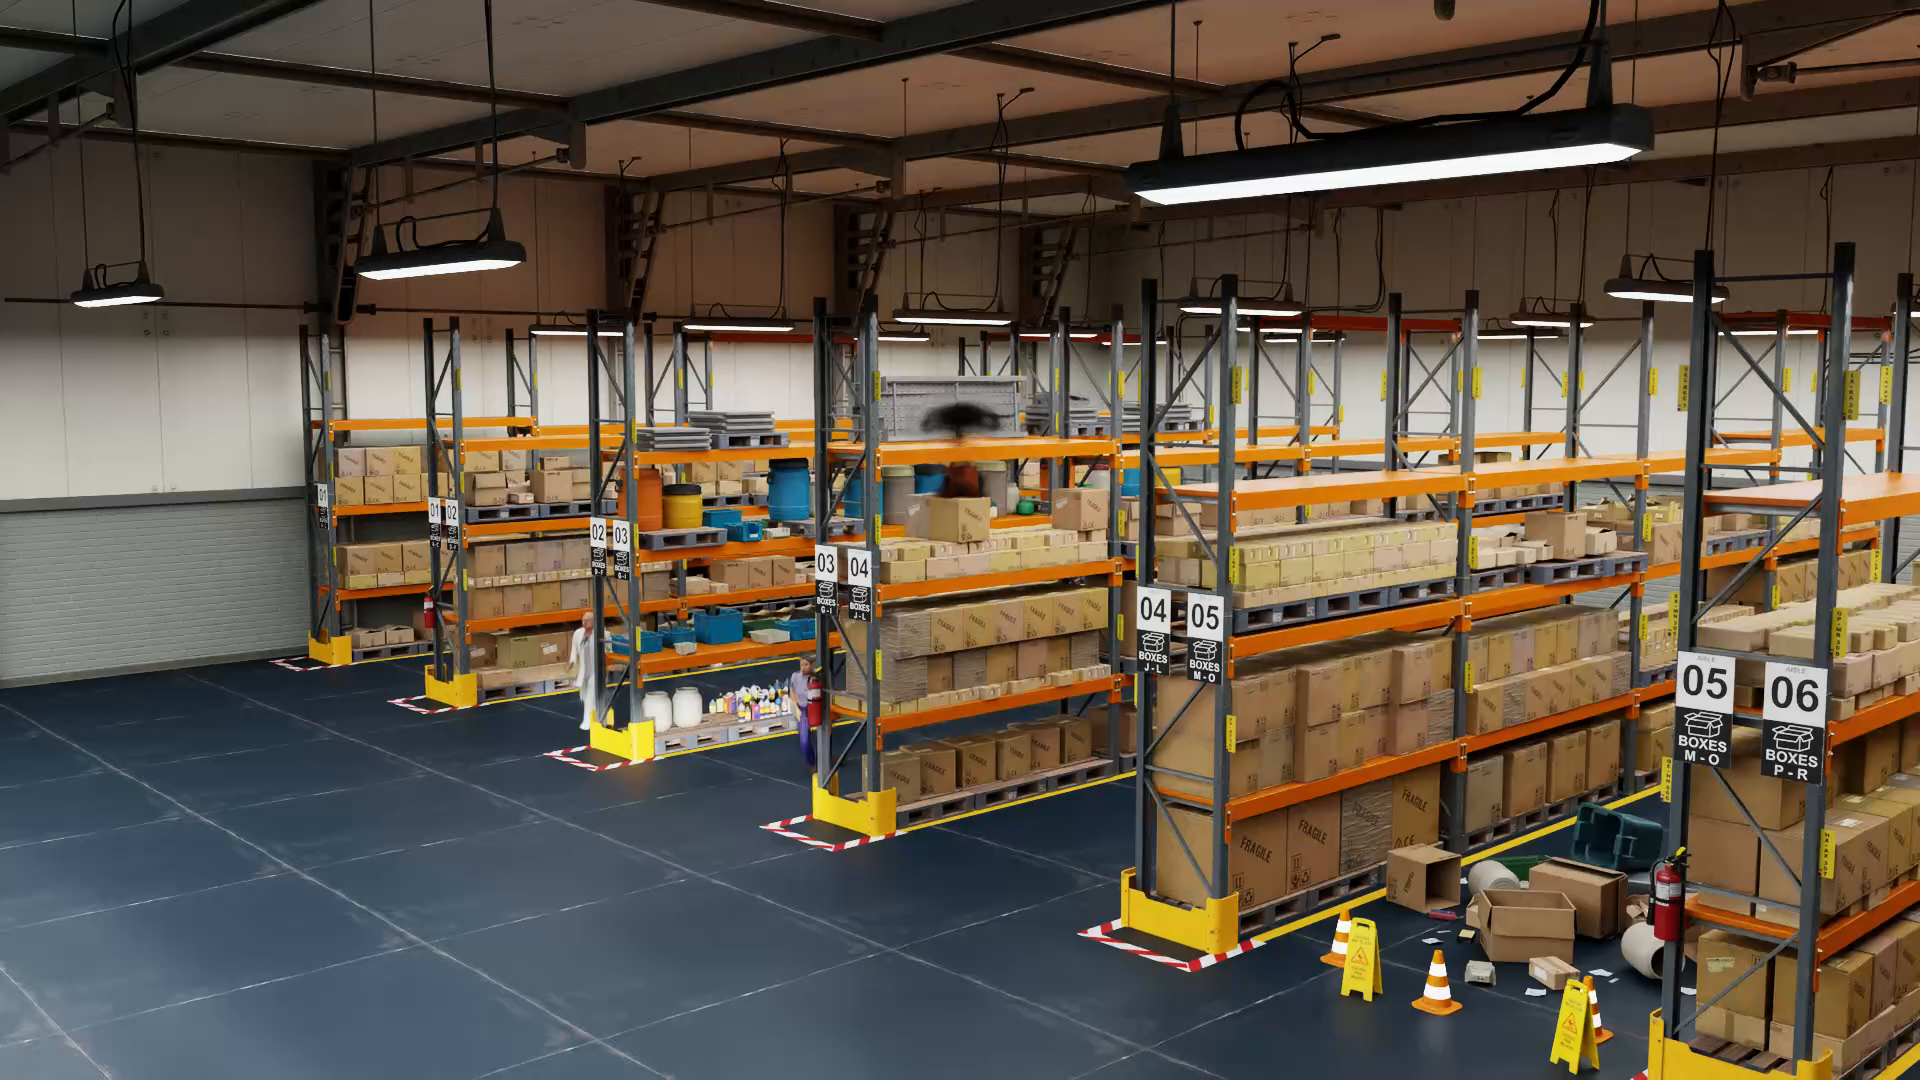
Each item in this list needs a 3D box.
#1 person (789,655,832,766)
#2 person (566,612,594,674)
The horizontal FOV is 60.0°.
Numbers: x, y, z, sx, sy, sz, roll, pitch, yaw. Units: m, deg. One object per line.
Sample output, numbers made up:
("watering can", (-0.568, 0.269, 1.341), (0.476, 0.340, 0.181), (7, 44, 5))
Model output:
("person", (-1.925, 2.182, 21.522), (0.555, 1.500, 0.721), (0, 6, -2))
("person", (-5.368, 1.492, 24.101), (0.681, 0.897, 0.438), (2, 6, 17))
